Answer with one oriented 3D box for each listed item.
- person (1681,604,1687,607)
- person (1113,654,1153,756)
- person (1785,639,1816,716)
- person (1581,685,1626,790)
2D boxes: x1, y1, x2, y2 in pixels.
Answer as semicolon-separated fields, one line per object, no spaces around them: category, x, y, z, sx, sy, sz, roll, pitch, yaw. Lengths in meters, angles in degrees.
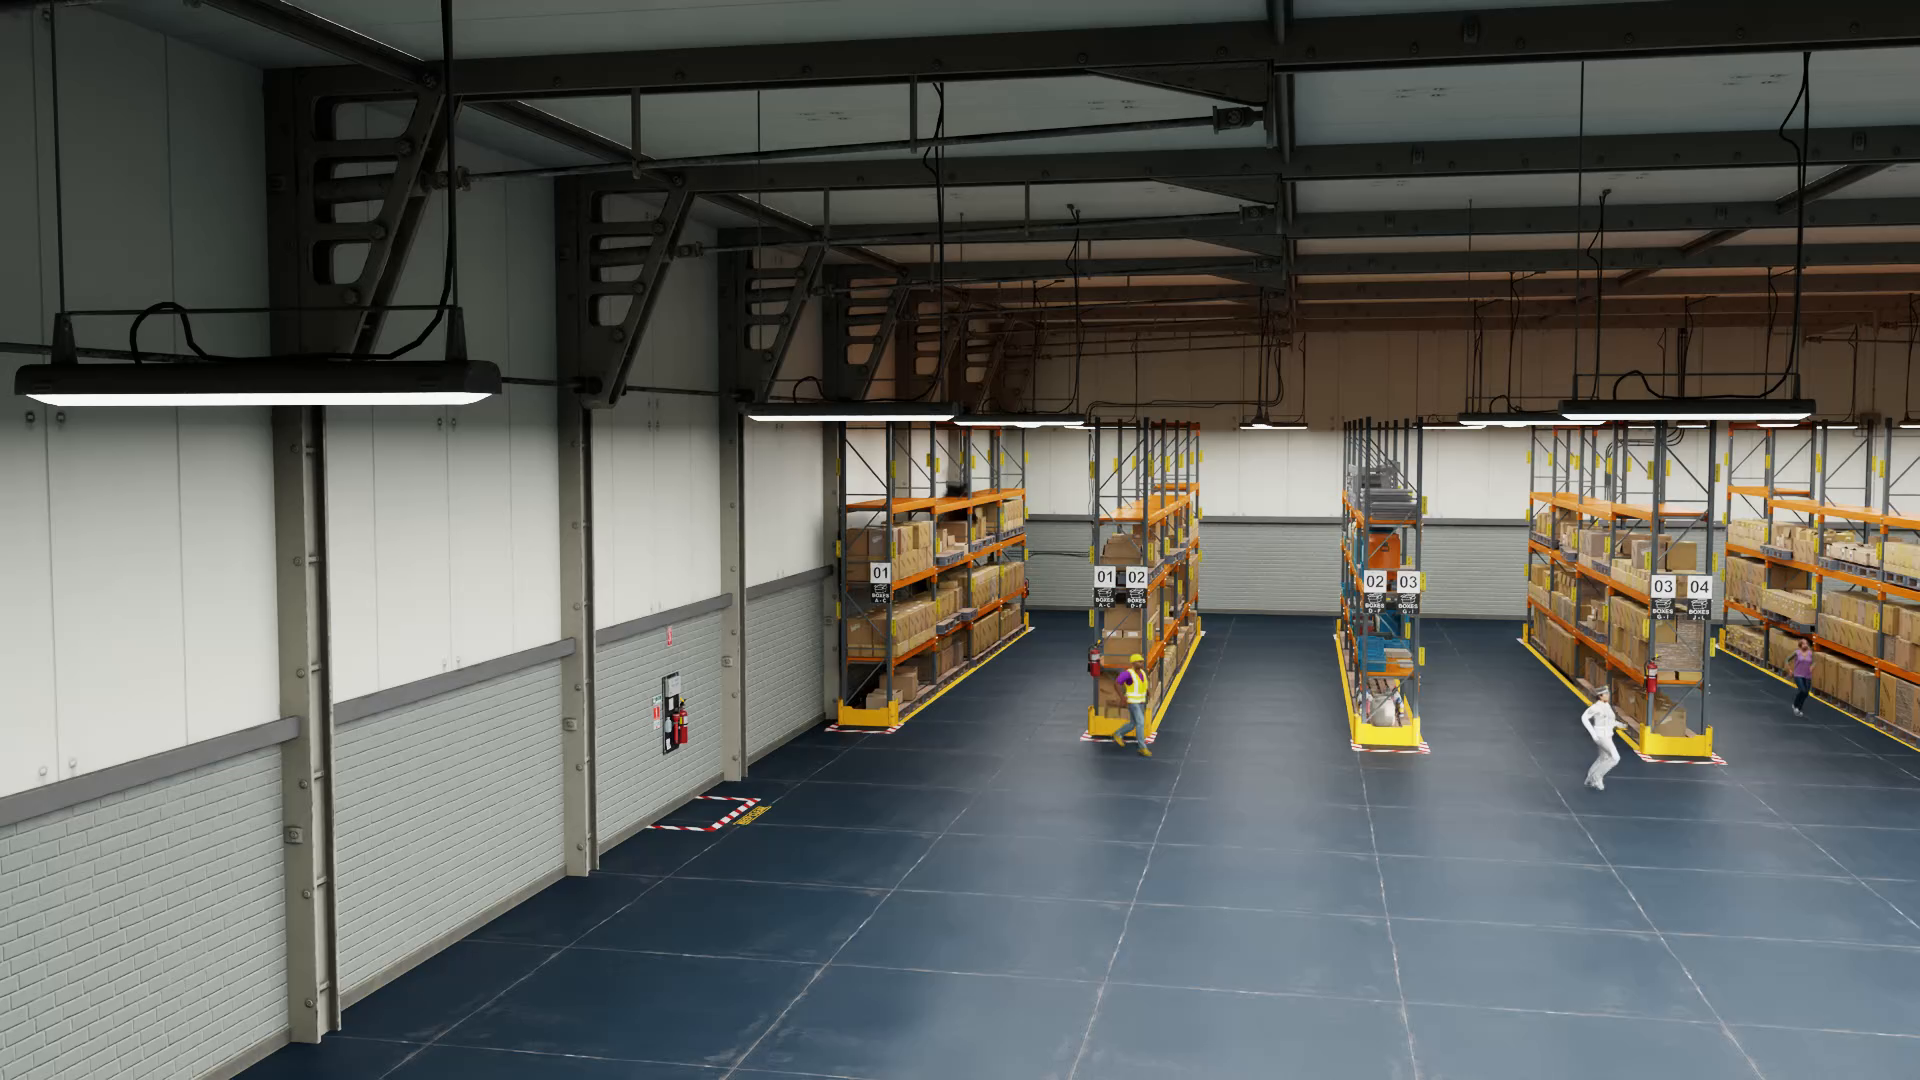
person;18.925;2.034;44.284;0.541;1.638;0.729;-3;5;-36
person;3.116;2.916;29.721;0.934;1.777;0.720;3;5;40
person;16.871;2.802;33.309;0.509;1.470;0.635;0;4;2
person;10.306;3.154;26.555;0.634;1.665;0.591;3;5;40
